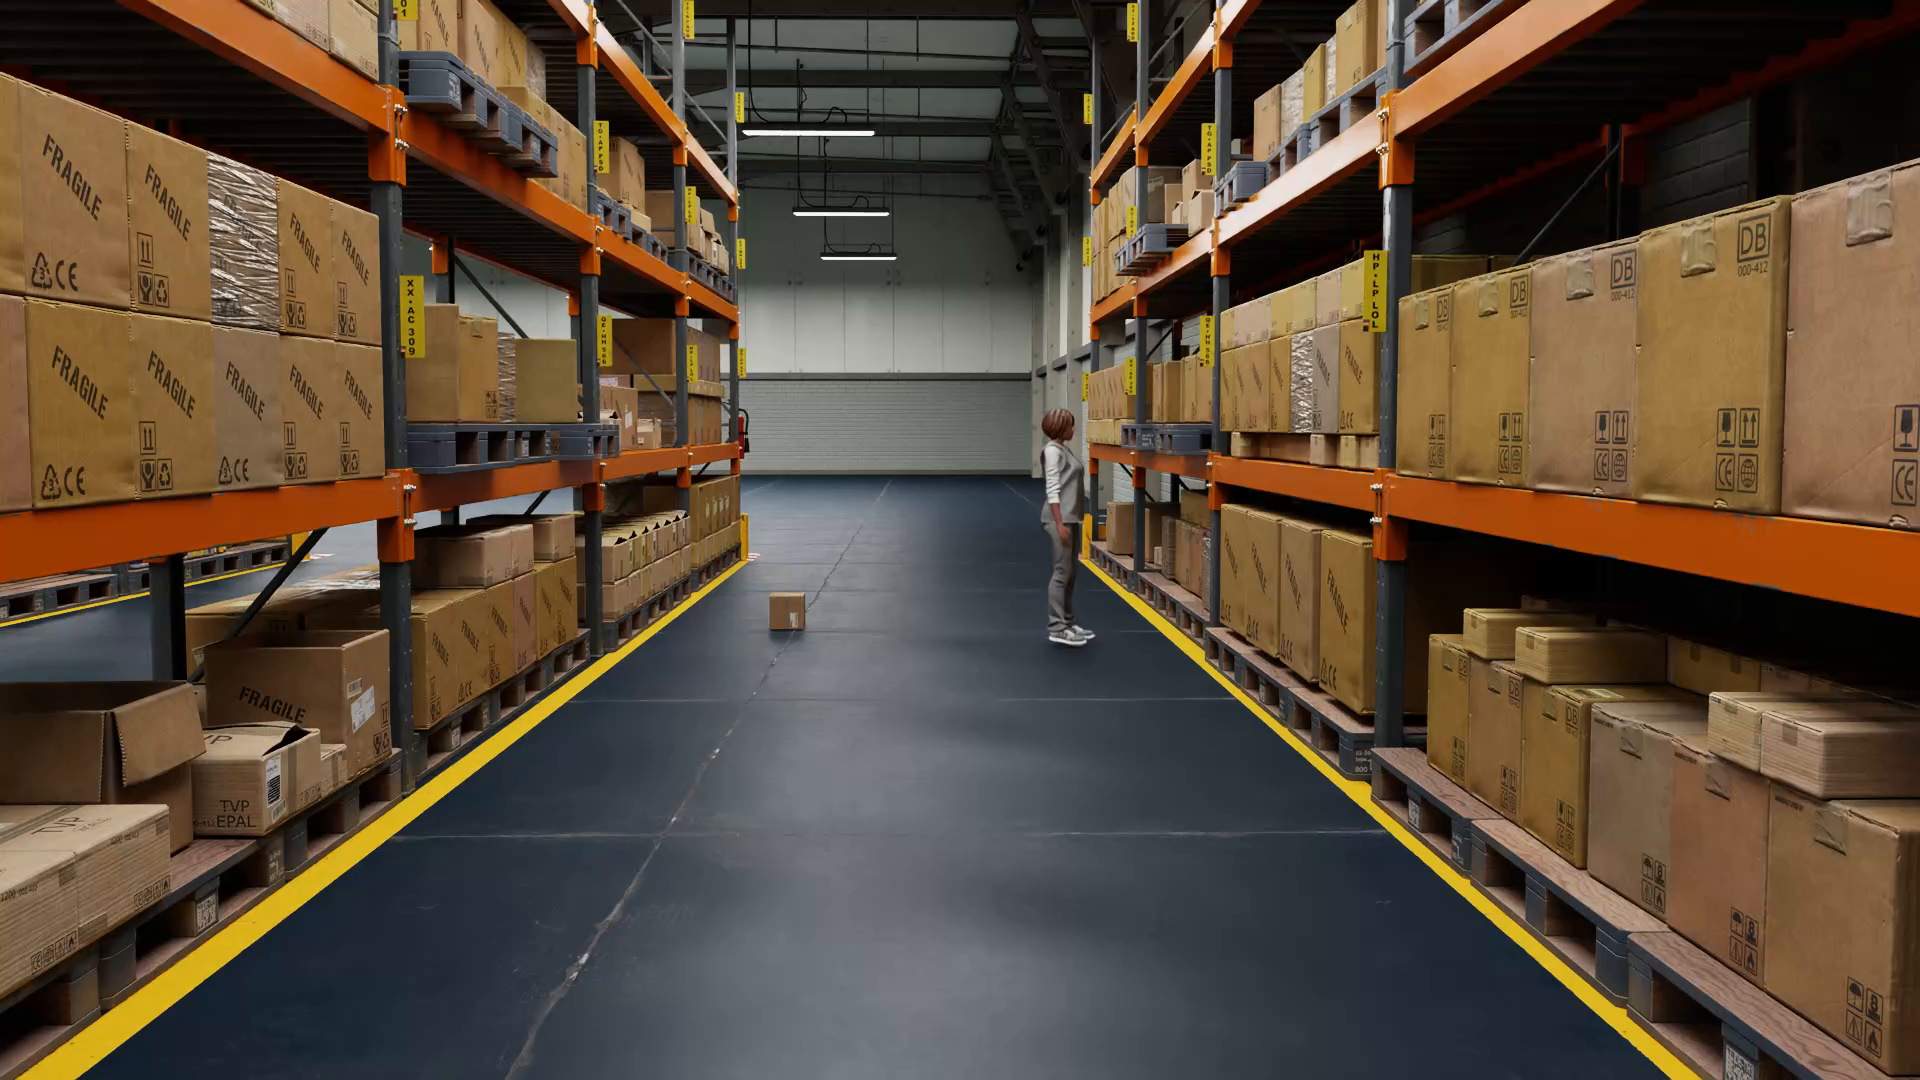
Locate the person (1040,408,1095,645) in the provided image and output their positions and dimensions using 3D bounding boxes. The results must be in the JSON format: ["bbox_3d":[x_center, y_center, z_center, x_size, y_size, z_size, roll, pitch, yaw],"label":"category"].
[{"bbox_3d":[0.734,-0.100,11.406,0.353,1.609,0.442,1,4,17],"label":"person"}]
